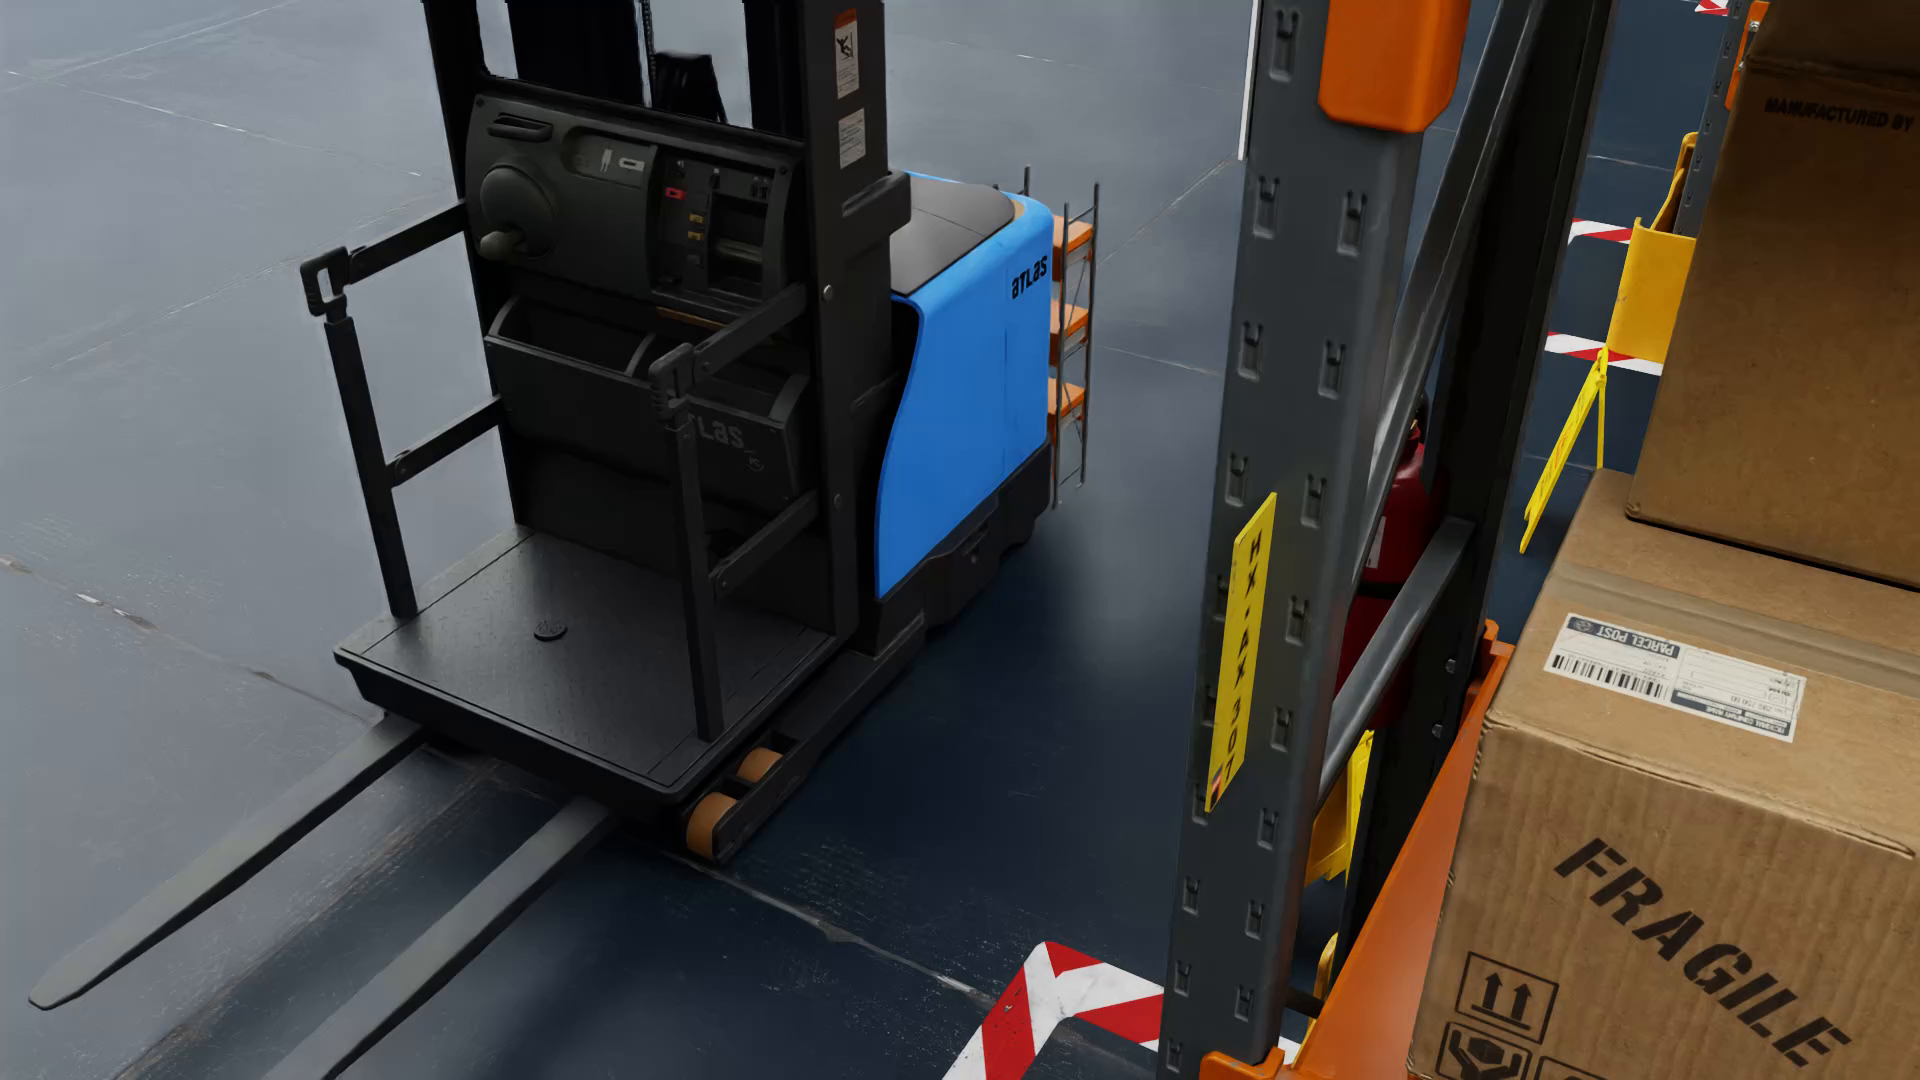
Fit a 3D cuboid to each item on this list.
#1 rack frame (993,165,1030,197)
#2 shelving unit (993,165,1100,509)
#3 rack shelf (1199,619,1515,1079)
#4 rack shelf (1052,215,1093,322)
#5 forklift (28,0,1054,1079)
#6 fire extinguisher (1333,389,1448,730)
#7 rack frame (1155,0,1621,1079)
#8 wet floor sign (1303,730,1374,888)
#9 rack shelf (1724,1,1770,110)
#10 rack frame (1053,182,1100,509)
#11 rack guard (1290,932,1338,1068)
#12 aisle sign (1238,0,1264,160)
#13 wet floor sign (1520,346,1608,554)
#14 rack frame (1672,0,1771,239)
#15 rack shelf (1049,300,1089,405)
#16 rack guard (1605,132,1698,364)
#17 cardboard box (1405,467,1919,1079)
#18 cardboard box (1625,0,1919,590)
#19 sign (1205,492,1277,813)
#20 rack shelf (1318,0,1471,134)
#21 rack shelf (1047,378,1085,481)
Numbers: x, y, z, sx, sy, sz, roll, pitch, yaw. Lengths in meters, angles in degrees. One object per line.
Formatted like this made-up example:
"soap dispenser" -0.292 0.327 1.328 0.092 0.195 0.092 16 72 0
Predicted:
"rack frame" 0.156 -0.659 5.292 0.008 1.050 0.200 20 38 27
"shelving unit" 0.258 -0.622 5.237 0.252 1.050 0.215 20 38 27
"rack shelf" 2.275 1.061 1.600 4.000 0.370 1.077 18 37 24
"rack shelf" 0.258 -0.850 5.086 0.240 0.259 0.215 20 38 27
"forklift" -0.883 -0.725 3.694 1.130 2.935 3.031 18 37 24
"fire extinguisher" 0.668 -0.010 2.628 0.183 0.674 0.296 18 37 24
"rack frame" 0.537 0.213 2.224 0.053 2.616 0.949 18 37 24
"wet floor sign" 0.904 0.624 3.730 0.267 0.644 0.232 -25 41 -33
"rack shelf" 4.643 -1.349 5.218 4.000 0.370 1.077 18 37 24
"rack frame" 0.360 -0.585 5.182 0.008 1.050 0.200 20 38 27
"rack guard" 0.604 1.273 2.888 0.348 0.500 1.175 18 37 24
"aisle sign" 0.331 -0.738 1.307 0.004 0.787 0.394 18 37 24
"wet floor sign" 1.899 -0.274 5.079 0.232 0.644 0.267 11 35 16
"rack frame" 2.907 -2.198 5.845 0.127 3.000 1.000 18 37 24
"rack shelf" 0.258 -0.613 5.243 0.240 0.259 0.215 20 38 27
"rack guard" 2.886 -1.165 6.548 0.348 0.500 1.175 18 37 24
"cardboard box" 0.812 0.310 1.720 0.500 0.500 0.500 17 37 24
"cardboard box" 1.090 -0.335 1.786 0.500 0.500 0.700 17 37 23
"sign" 0.269 0.112 1.594 0.005 0.325 0.100 18 37 24
"rack shelf" 2.275 -0.188 0.768 4.000 0.370 1.077 18 37 24
"rack shelf" 0.258 -0.382 5.397 0.240 0.259 0.215 20 38 27
